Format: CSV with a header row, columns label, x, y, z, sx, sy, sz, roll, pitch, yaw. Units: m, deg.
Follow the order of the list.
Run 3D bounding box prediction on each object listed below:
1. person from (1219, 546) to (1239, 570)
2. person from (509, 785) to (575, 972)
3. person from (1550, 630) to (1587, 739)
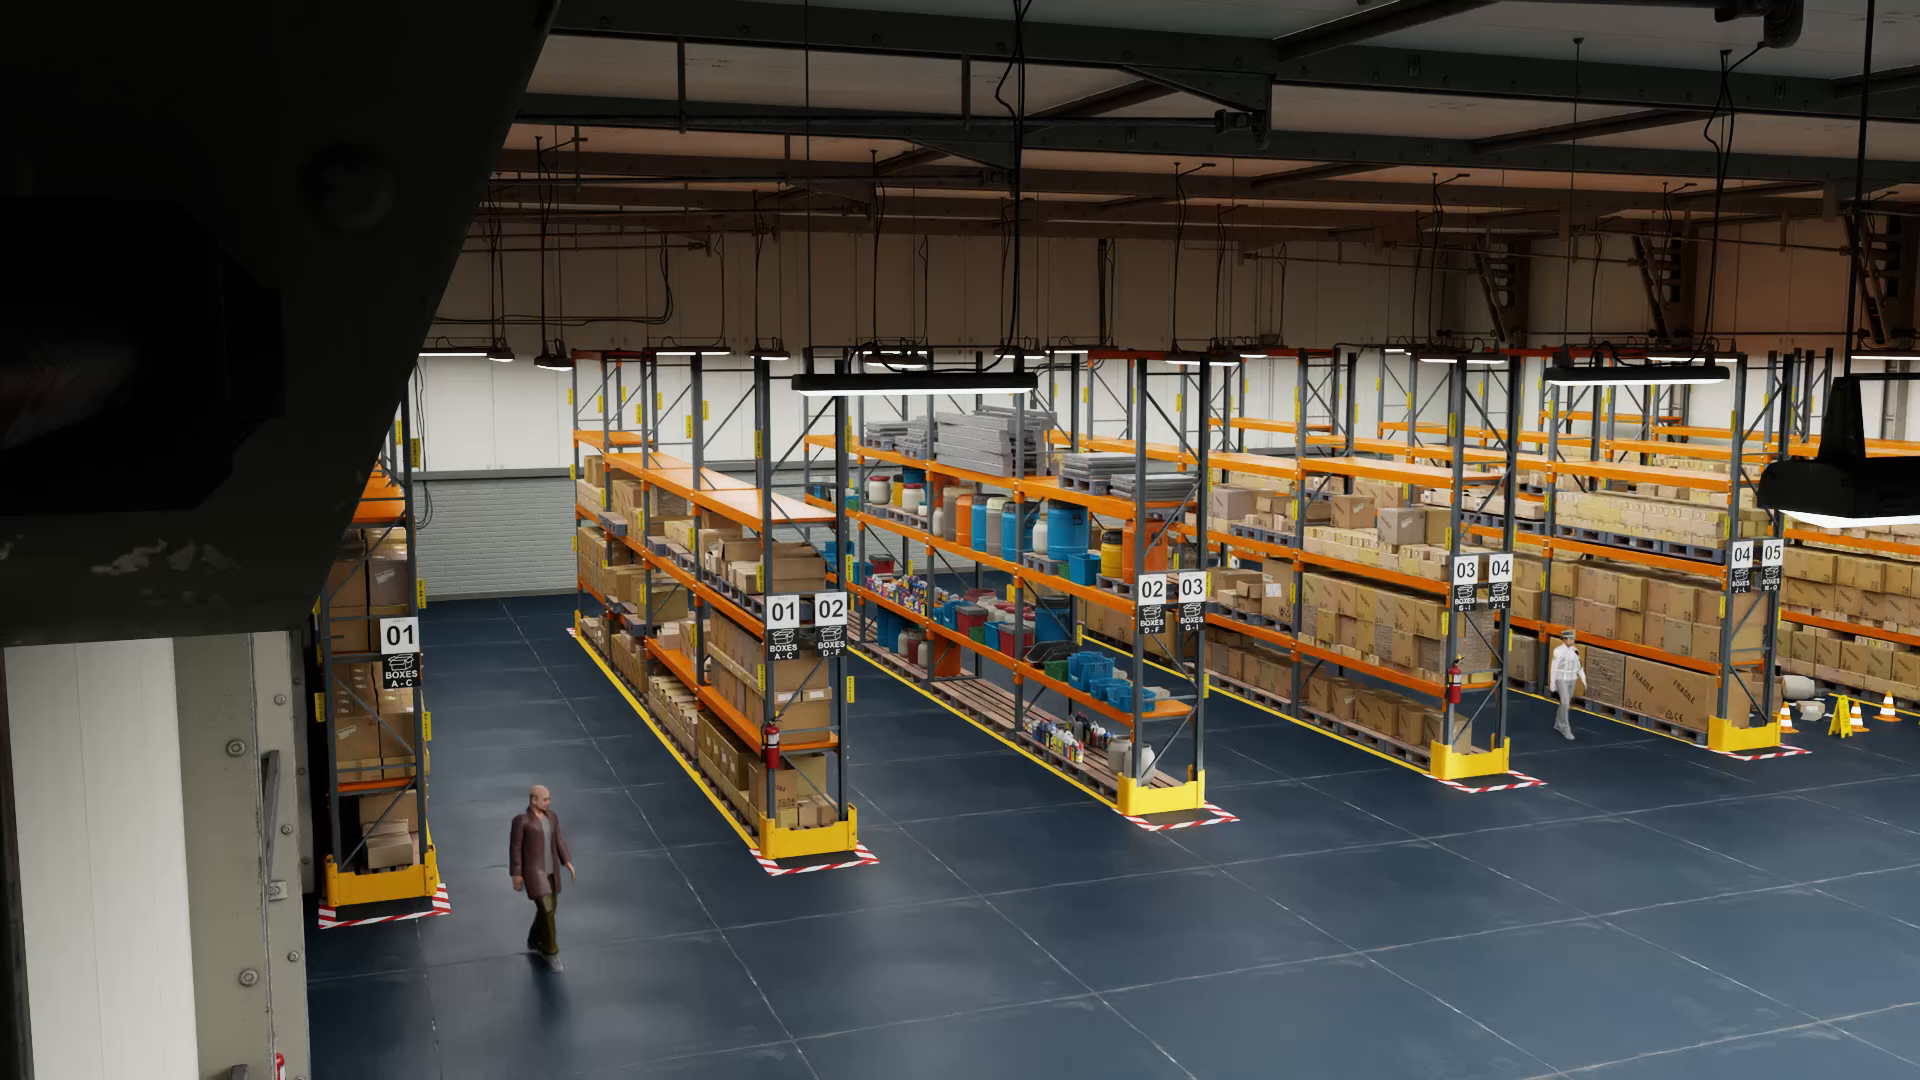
label,x,y,z,sx,sy,sz,roll,pitch,yaw
person,5.987,0.918,36.990,0.562,1.596,1.037,-2,7,-17
person,-4.172,3.388,16.780,0.699,1.817,0.612,4,8,30
person,9.602,2.263,26.243,0.529,1.692,0.581,-3,8,-25
